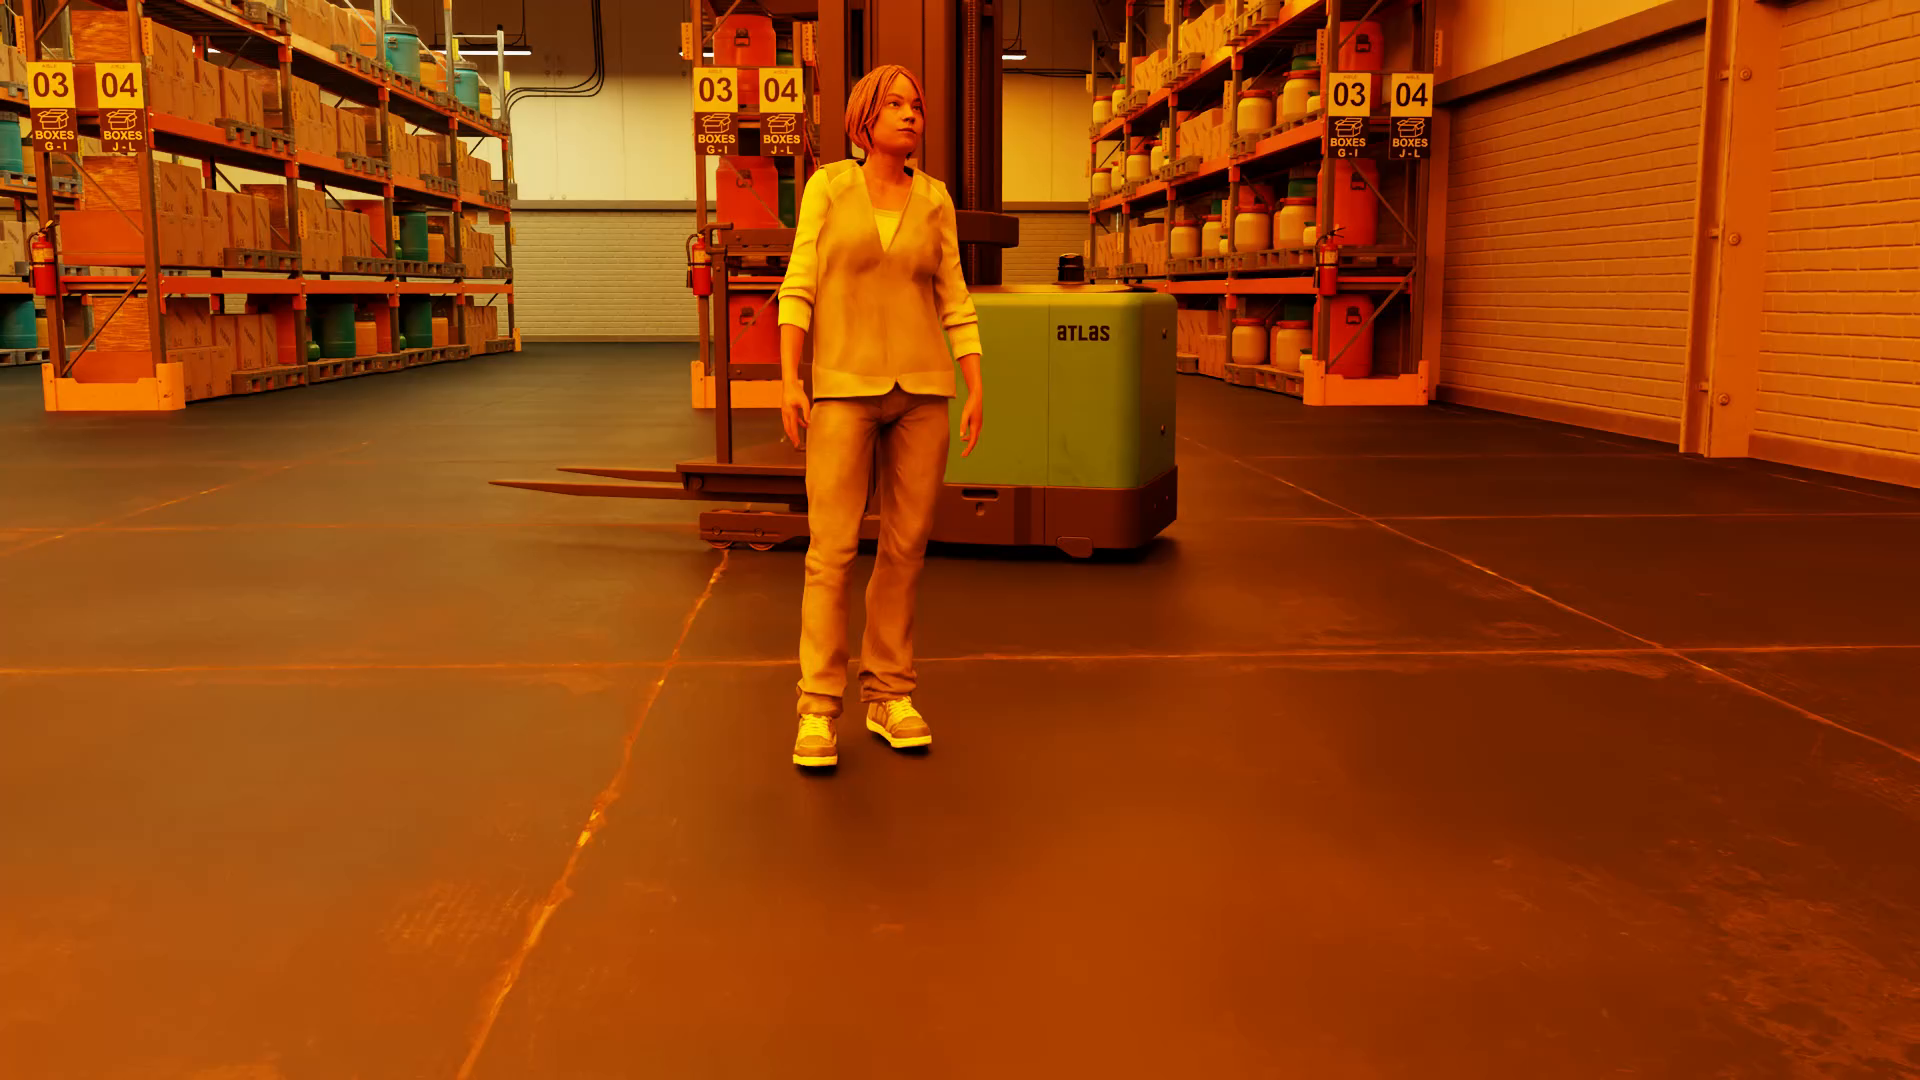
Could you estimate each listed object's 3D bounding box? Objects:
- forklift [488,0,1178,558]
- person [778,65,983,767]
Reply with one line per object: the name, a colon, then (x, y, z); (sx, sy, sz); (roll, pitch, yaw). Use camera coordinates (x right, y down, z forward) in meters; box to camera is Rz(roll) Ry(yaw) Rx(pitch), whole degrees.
forklift: (-0.602, -1.476, 7.271); (3.031, 2.935, 1.130); (2, 9, 16)
person: (-0.174, -0.306, 3.886); (0.520, 1.596, 0.475); (-3, 9, -17)
